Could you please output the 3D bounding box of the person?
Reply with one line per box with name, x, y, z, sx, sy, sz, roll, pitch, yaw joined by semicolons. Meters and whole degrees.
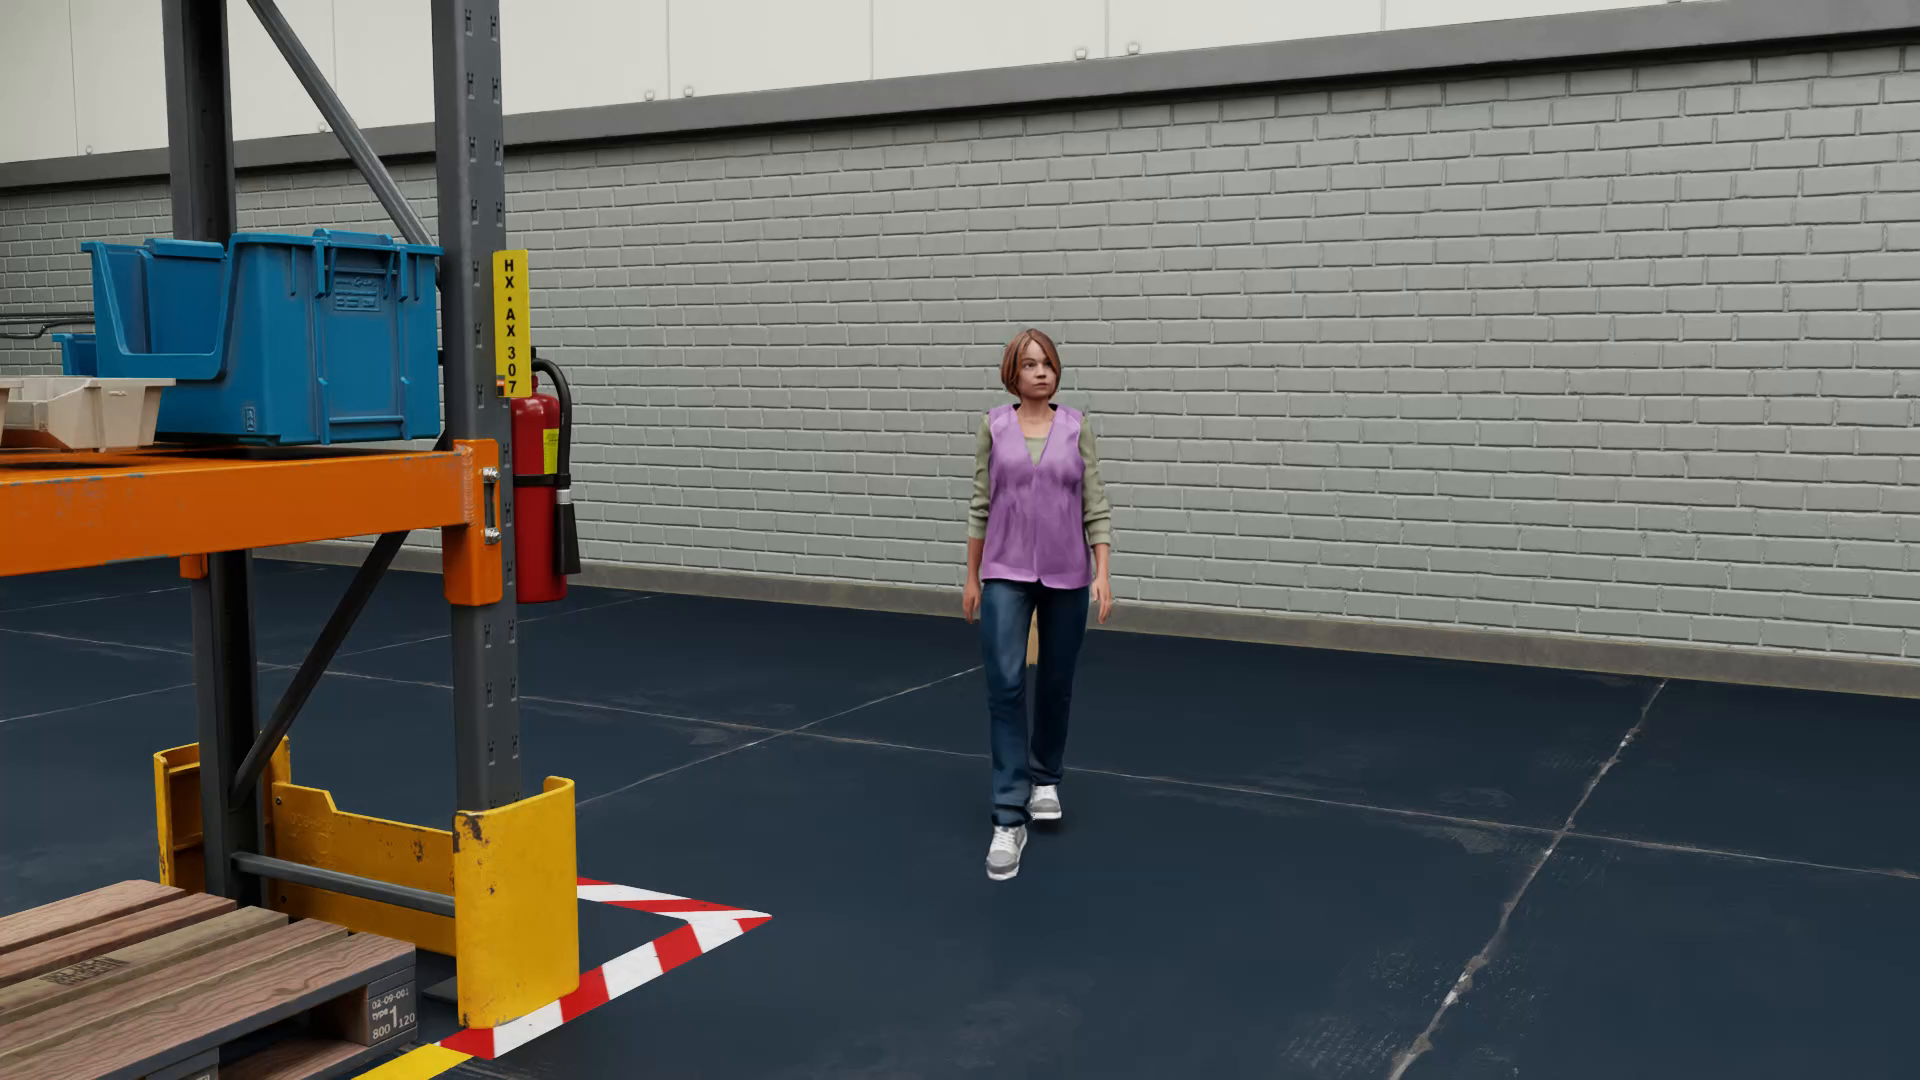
person;0.242;0.154;5.112;0.454;1.599;0.750;0;6;-2
